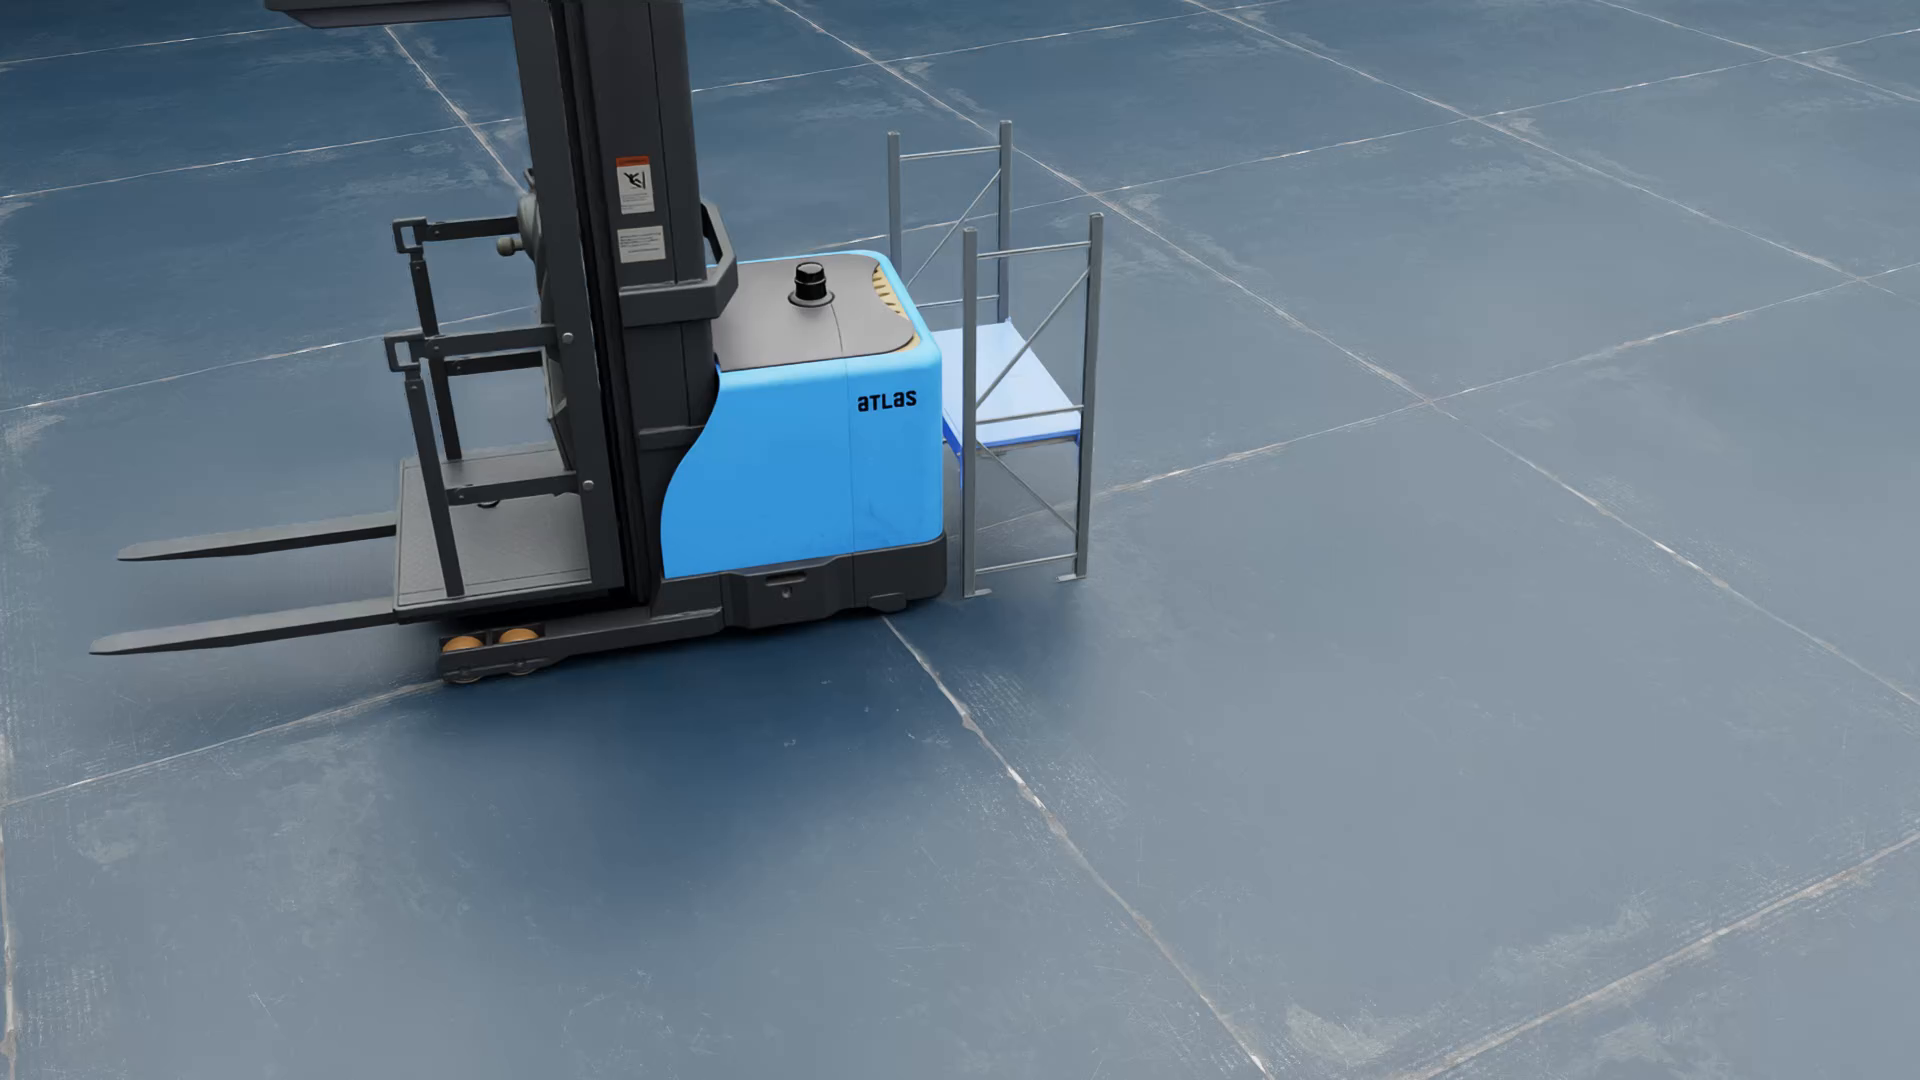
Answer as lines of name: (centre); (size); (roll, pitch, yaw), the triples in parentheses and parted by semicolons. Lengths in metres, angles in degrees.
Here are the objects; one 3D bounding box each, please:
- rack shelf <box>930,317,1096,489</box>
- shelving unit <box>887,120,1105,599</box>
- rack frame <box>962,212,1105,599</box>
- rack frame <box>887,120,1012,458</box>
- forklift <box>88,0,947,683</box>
rack shelf: (0.107, -0.563, 6.572); (0.538, 0.185, 1.000); (-9, 34, -14)
shelving unit: (0.107, -0.714, 6.475); (0.538, 1.500, 1.048); (-9, 34, -14)
rack frame: (0.253, -0.452, 6.065); (0.500, 1.500, 0.032); (-9, 34, -14)
rack frame: (-0.039, -0.977, 6.885); (0.500, 1.500, 0.032); (-9, 34, -14)
forklift: (-1.624, -1.038, 5.653); (3.031, 2.935, 1.130); (-8, 34, -12)
